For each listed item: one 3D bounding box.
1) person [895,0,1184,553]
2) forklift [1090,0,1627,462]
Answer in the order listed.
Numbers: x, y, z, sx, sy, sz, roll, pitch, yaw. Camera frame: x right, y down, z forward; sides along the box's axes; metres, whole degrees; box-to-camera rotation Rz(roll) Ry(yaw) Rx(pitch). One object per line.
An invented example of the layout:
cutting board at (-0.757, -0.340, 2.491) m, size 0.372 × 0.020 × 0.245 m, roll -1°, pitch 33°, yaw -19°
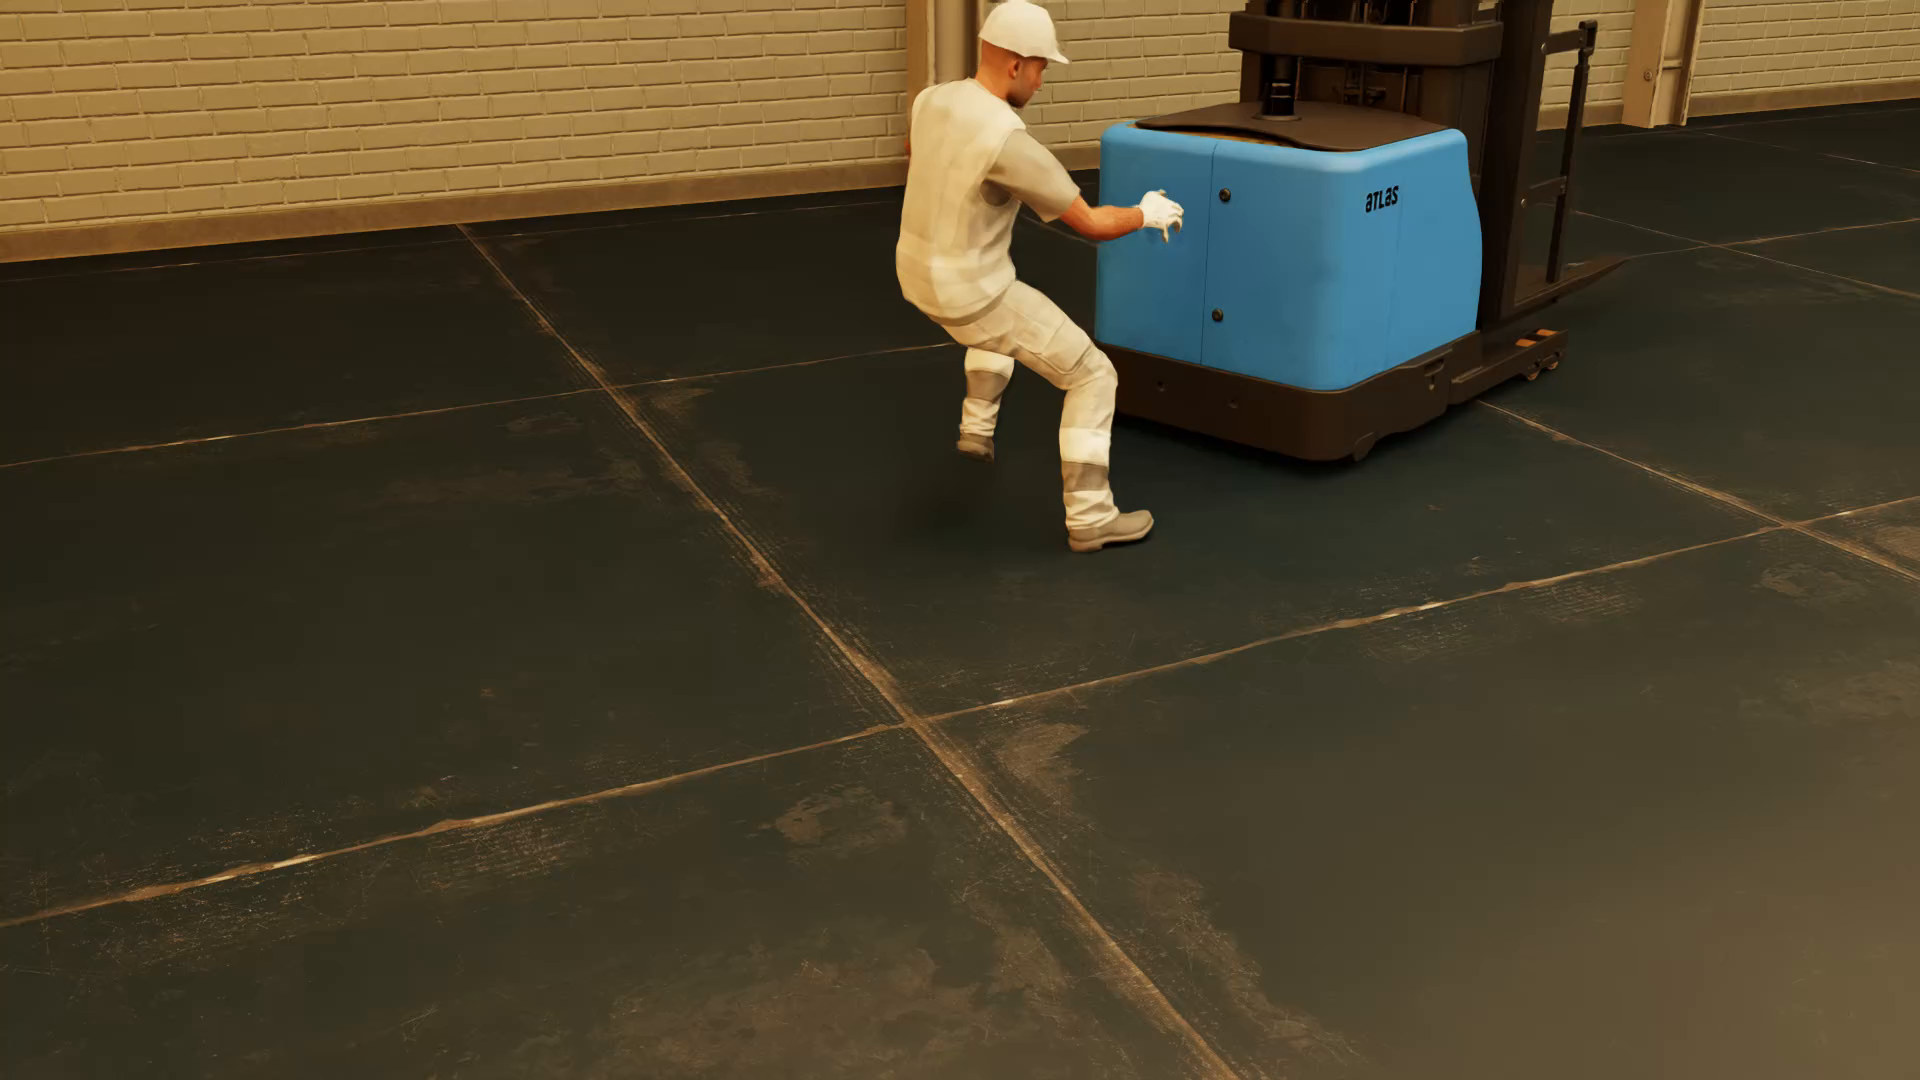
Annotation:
person at (0.203, -0.849, 5.114) m, size 0.787 × 1.569 × 0.978 m, roll -13°, pitch 26°, yaw -29°
forklift at (1.826, -2.102, 6.347) m, size 1.130 × 2.935 × 3.031 m, roll 19°, pitch 29°, yaw 38°
